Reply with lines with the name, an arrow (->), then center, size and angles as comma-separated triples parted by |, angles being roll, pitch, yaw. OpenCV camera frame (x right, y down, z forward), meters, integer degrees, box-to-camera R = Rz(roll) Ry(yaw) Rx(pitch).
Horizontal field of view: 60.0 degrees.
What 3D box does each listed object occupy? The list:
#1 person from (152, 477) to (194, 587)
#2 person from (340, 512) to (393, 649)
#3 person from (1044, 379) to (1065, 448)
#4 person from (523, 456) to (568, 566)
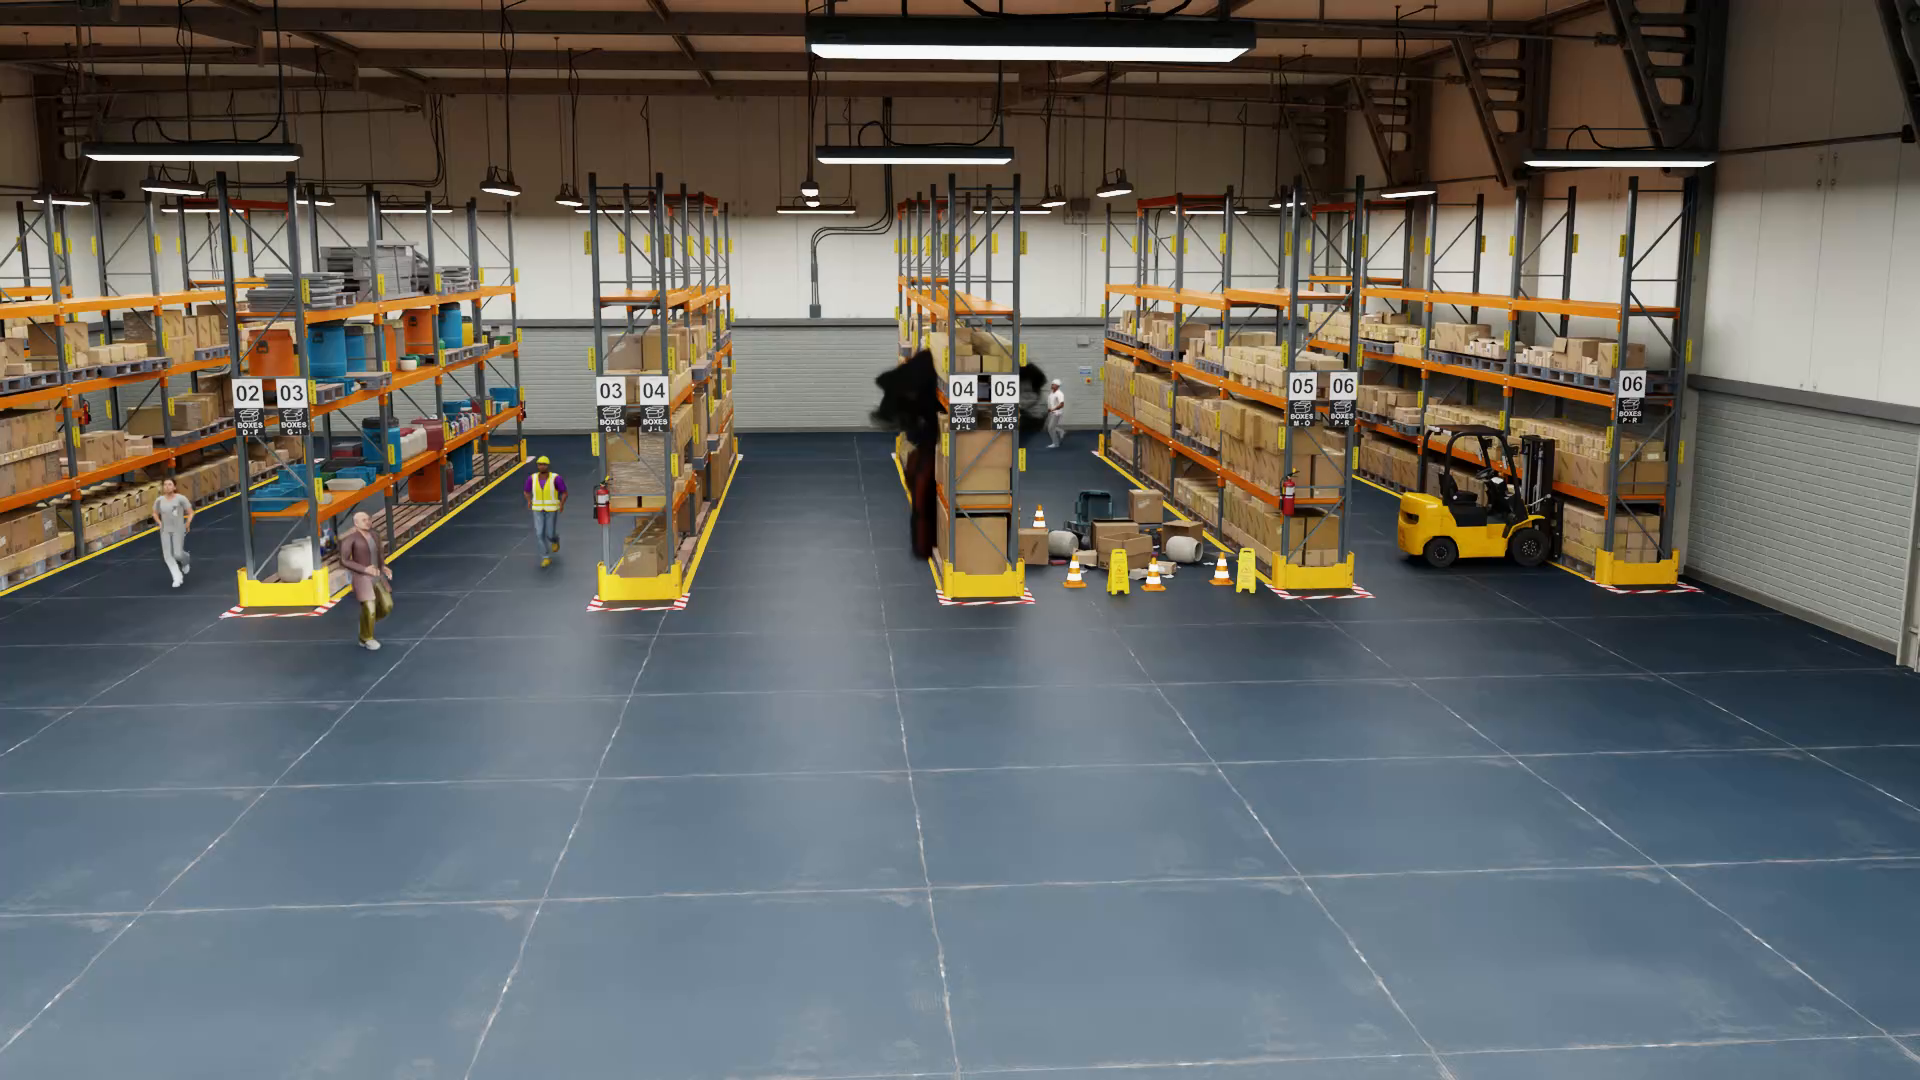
person -> -11.731, -0.126, 24.812 | 0.565, 1.620, 0.572 | -2, 10, -11
person -> -7.419, 0.551, 20.870 | 0.632, 1.649, 0.706 | 6, 12, 30
person -> 2.399, -3.182, 41.804 | 0.587, 1.722, 0.703 | -3, 10, -16
person -> -6.607, -0.478, 26.493 | 0.701, 1.732, 0.680 | -1, 10, -3
